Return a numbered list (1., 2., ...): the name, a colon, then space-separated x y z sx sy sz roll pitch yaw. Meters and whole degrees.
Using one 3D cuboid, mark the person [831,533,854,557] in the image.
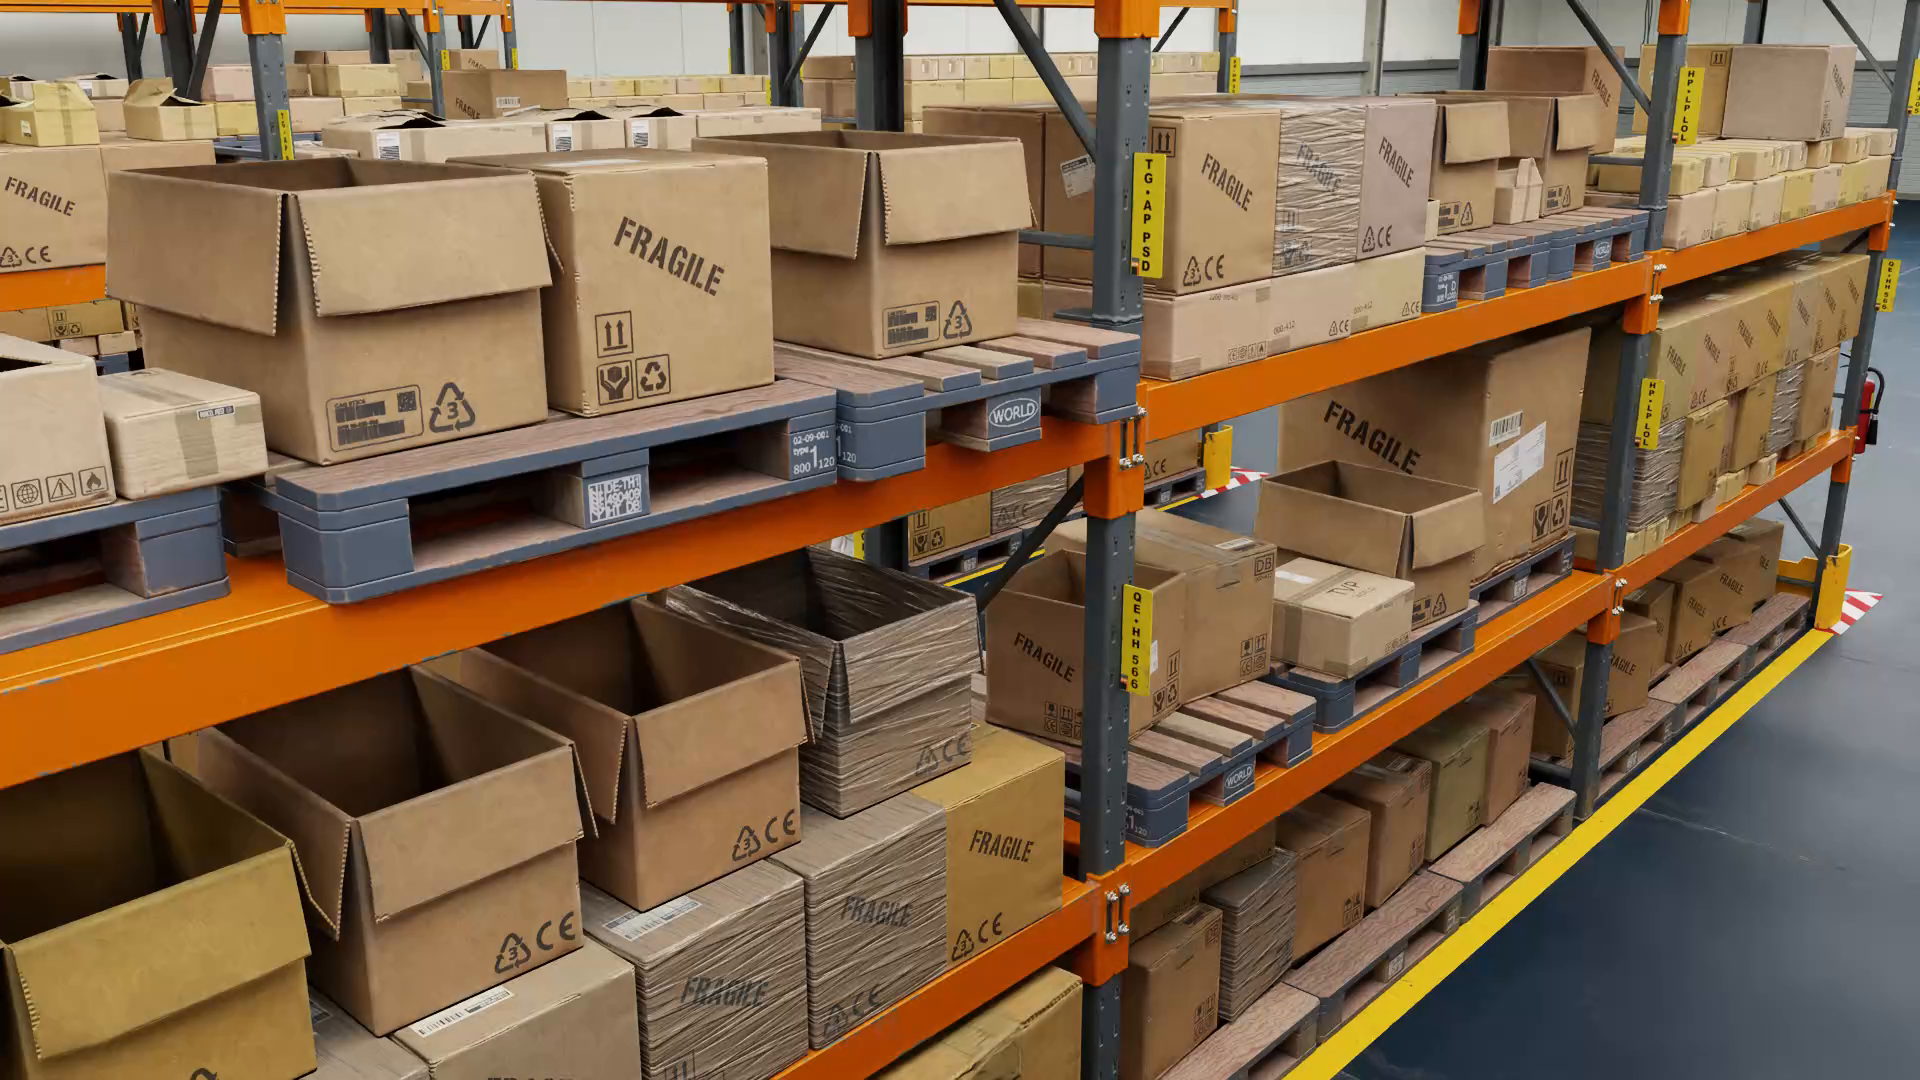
1. person: -0.533 0.172 9.476 0.528 1.664 0.373 15 22 39
